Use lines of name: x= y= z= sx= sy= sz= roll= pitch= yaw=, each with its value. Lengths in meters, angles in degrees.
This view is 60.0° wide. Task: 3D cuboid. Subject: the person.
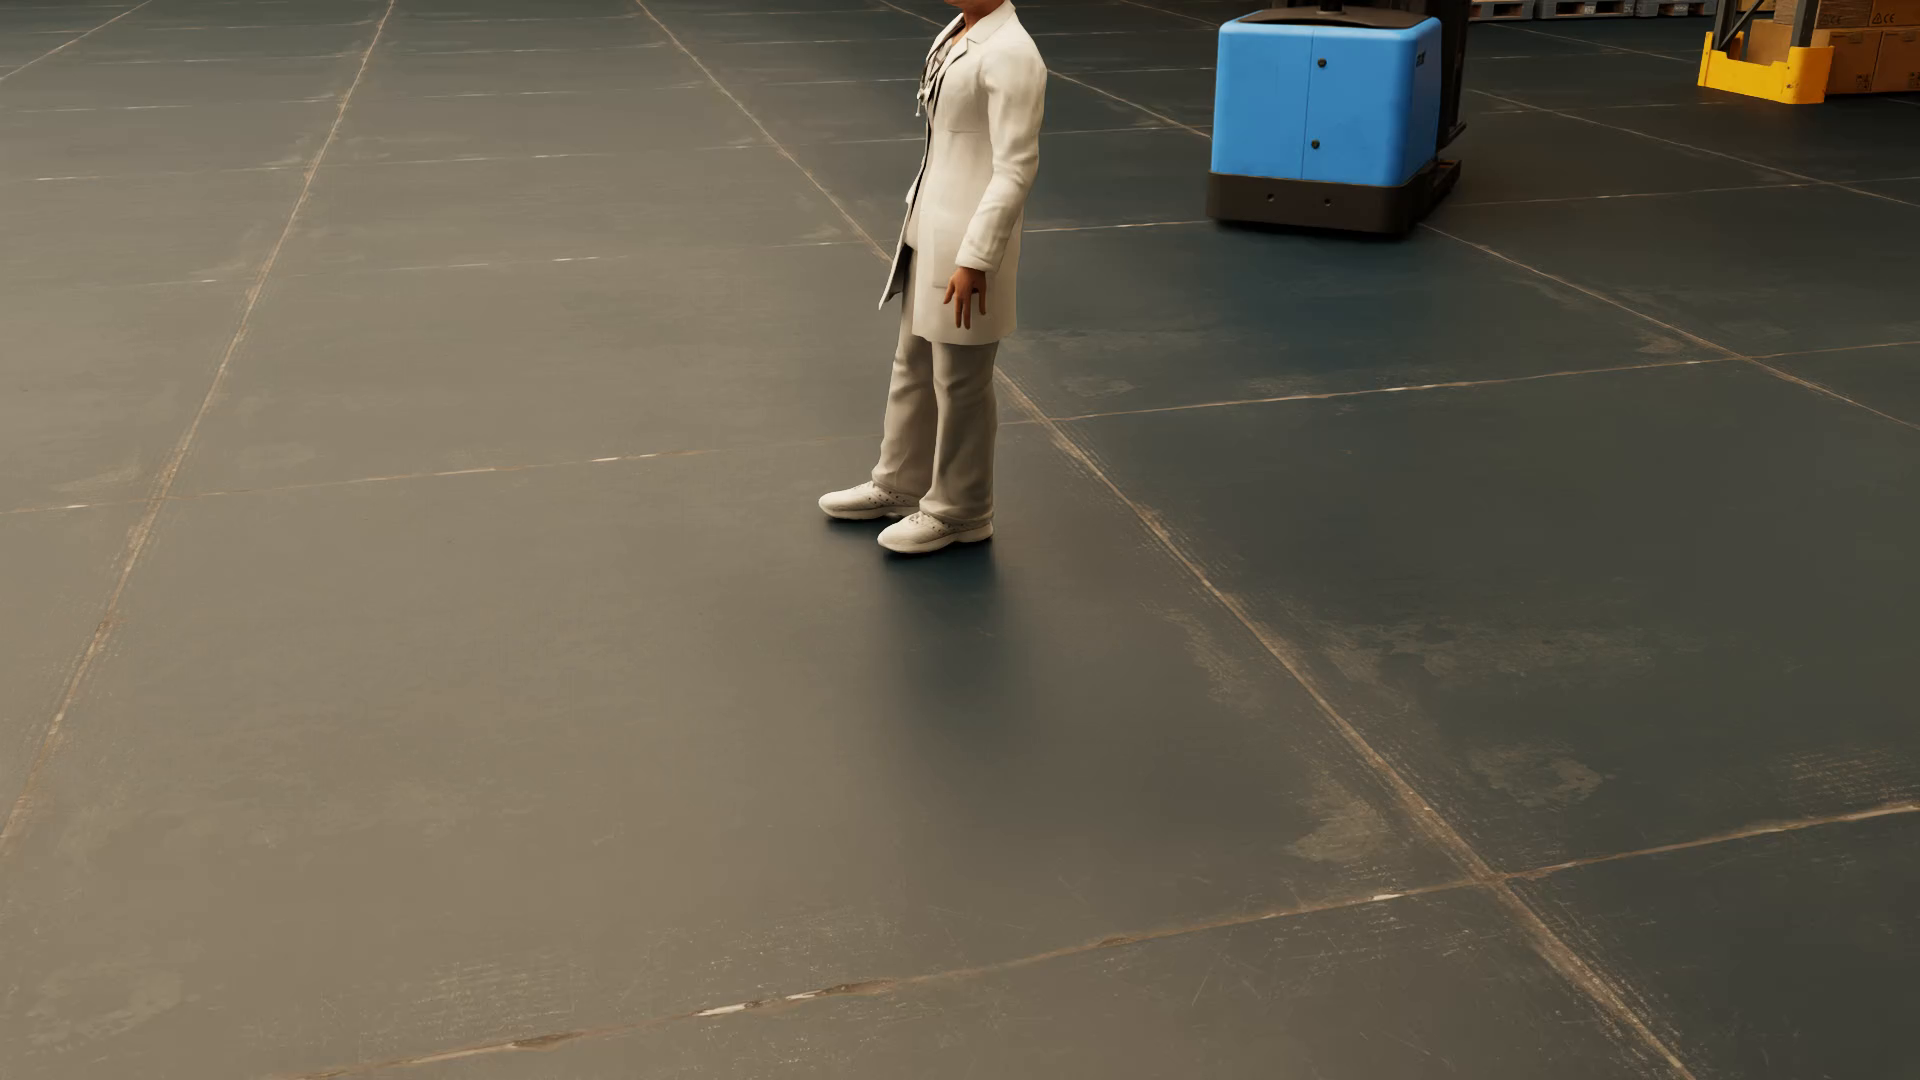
person: x=-0.088 y=-0.817 z=4.684 sx=0.581 sy=1.776 sz=0.696 roll=-6 pitch=24 yaw=-14

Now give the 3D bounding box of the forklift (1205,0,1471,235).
forklift: x=2.394 y=-3.480 z=9.485 sx=1.130 sy=2.935 sz=3.031 roll=10 pitch=25 yaw=22
